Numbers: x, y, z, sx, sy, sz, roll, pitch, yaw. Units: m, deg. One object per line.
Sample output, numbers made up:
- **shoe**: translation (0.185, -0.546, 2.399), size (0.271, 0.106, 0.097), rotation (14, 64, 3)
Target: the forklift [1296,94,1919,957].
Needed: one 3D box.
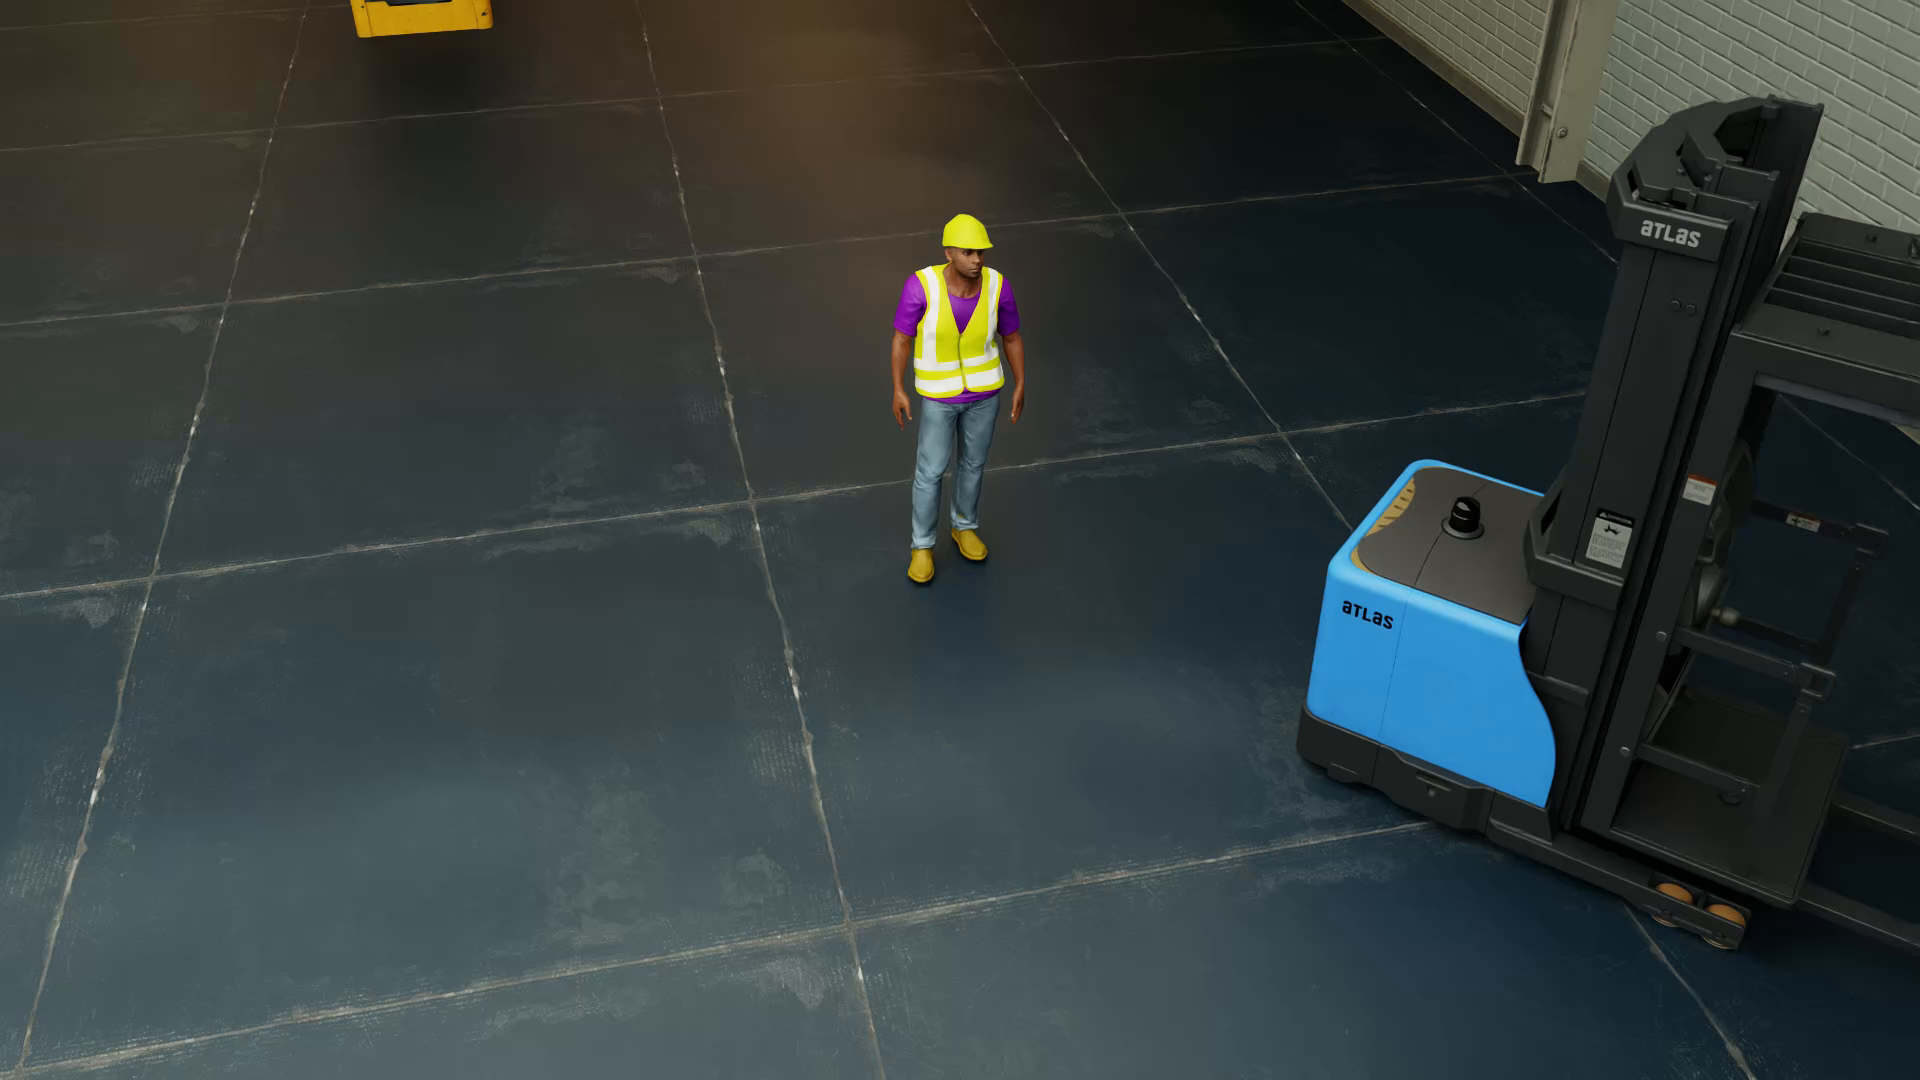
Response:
- **forklift**: translation (2.964, 0.020, 6.022), size (3.031, 2.935, 1.130), rotation (21, 41, 27)

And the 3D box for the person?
- **person**: translation (0.009, -0.683, 7.983), size (0.665, 1.765, 0.577), rotation (-8, 36, -11)
